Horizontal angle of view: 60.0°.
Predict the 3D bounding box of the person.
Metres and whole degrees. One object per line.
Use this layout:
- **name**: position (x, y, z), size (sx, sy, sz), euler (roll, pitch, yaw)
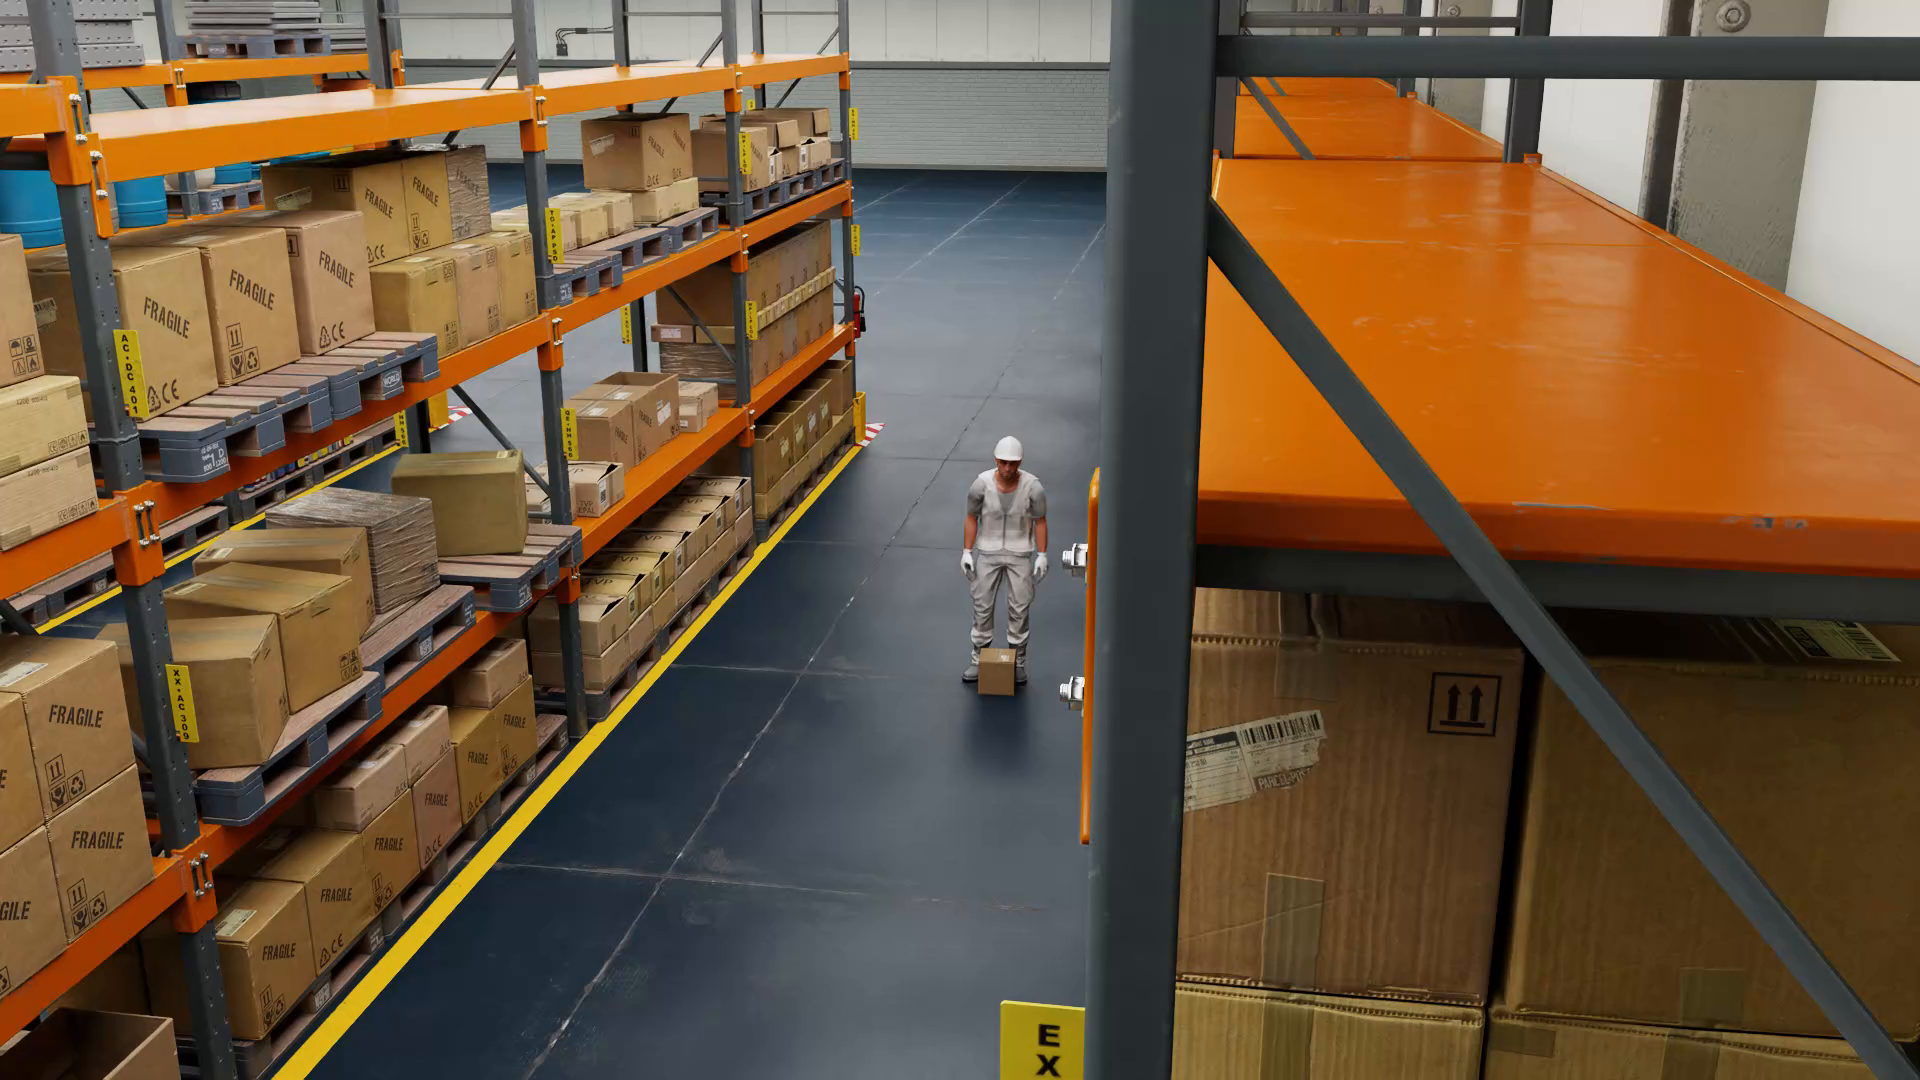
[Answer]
- **person**: position (0.314, 0.129, 11.624), size (0.618, 1.779, 0.452), euler (2, 18, 5)
